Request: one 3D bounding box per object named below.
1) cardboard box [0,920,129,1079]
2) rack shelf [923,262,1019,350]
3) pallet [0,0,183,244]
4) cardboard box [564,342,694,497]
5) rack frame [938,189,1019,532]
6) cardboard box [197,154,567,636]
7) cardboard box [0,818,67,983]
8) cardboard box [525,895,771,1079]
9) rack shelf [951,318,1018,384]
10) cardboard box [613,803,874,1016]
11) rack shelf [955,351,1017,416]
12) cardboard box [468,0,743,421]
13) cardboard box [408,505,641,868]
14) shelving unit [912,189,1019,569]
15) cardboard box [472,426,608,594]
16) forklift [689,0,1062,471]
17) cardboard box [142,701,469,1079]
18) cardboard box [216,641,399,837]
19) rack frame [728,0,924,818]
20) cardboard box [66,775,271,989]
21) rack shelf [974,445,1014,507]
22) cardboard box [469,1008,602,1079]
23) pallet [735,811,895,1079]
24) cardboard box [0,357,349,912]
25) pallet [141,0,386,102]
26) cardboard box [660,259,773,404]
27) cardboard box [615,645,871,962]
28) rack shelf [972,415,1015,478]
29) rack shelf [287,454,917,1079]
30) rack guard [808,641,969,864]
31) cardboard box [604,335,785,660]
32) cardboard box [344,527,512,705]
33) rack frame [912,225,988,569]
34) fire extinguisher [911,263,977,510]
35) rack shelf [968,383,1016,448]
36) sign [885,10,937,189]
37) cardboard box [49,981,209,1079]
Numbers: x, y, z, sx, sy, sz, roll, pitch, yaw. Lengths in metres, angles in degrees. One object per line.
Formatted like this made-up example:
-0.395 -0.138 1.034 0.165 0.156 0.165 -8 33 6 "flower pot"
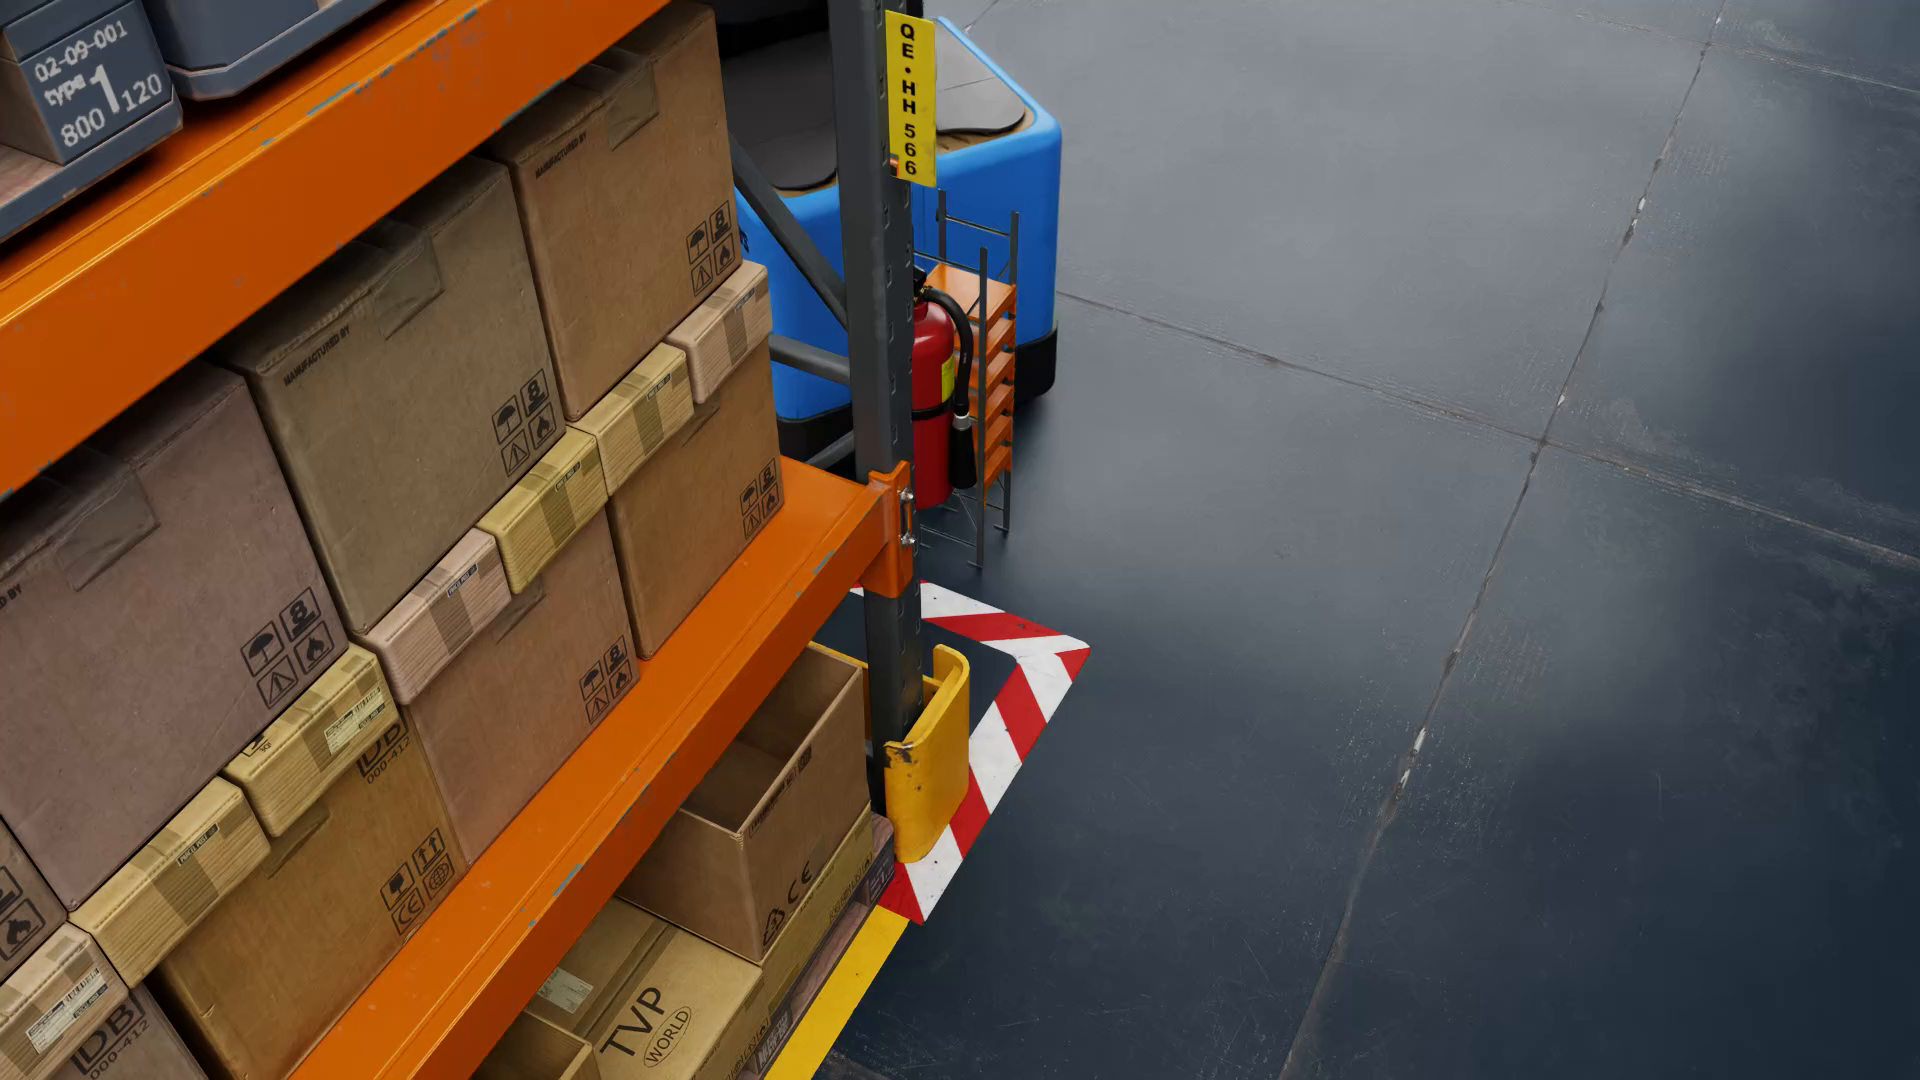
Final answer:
-1.289 0.551 2.070 0.380 0.149 0.250 20 49 19 "cardboard box"
0.007 -0.653 4.608 0.258 0.103 0.180 20 49 19 "rack shelf"
-1.478 -0.282 1.373 1.003 0.211 1.213 20 49 19 "pallet"
-0.691 -0.261 2.873 0.380 0.149 0.250 22 49 20 "cardboard box"
0.049 -0.489 4.889 0.240 1.200 0.006 20 49 19 "rack frame"
-1.054 -0.302 2.457 0.700 0.500 0.500 19 48 18 "cardboard box"
-1.520 0.331 1.831 0.700 0.500 0.500 20 49 19 "cardboard box"
-0.771 1.106 3.686 0.500 0.250 0.500 20 49 19 "cardboard box"
0.007 -0.568 4.693 0.258 0.103 0.180 20 49 19 "rack shelf"
-0.549 0.787 4.001 0.500 0.250 0.500 20 49 19 "cardboard box"
0.007 -0.484 4.779 0.258 0.103 0.180 20 49 19 "rack shelf"
-0.815 -0.635 2.786 0.700 0.500 0.500 21 49 19 "cardboard box"
-1.029 0.120 2.952 0.700 0.500 0.500 22 49 20 "cardboard box"
0.007 -0.431 4.832 0.258 1.200 0.189 20 49 19 "shelving unit"
-0.809 -0.100 2.714 0.380 0.149 0.250 20 49 18 "cardboard box"
-0.815 -2.276 5.439 1.130 2.935 3.031 -21 49 -19 "forklift"
-1.265 0.431 2.645 0.700 0.500 0.500 21 49 19 "cardboard box"
-1.050 0.223 2.394 0.380 0.149 0.250 22 49 20 "cardboard box"
-0.562 -0.467 3.603 1.000 3.000 0.127 20 49 19 "rack frame"
-1.170 0.390 2.230 0.380 0.149 0.250 22 49 20 "cardboard box"
0.007 -0.231 5.035 0.258 0.103 0.180 20 49 19 "rack shelf"
-0.998 1.159 3.106 0.500 0.500 0.500 20 49 19 "cardboard box"
-0.880 1.009 4.105 1.003 0.211 1.213 20 49 19 "pallet"
-1.287 0.016 2.143 0.700 0.500 0.500 21 49 19 "cardboard box"
-0.913 -1.054 2.135 1.003 0.211 1.213 20 49 19 "pallet"
-0.571 -0.427 3.036 0.380 0.149 0.250 20 49 18 "cardboard box"
-0.547 0.524 3.734 0.500 0.500 0.500 20 49 19 "cardboard box"
0.007 -0.315 4.949 0.258 0.103 0.180 20 49 19 "rack shelf"
-1.490 1.046 2.613 1.077 0.370 4.000 20 49 19 "rack shelf"
-0.551 0.396 4.507 1.175 0.500 0.348 20 49 19 "rack guard"
-0.790 -0.212 3.281 0.700 0.500 0.500 20 49 19 "cardboard box"
-0.928 0.058 2.558 0.380 0.149 0.250 21 49 20 "cardboard box"
-0.036 -0.373 4.775 0.240 1.200 0.006 20 49 19 "rack frame"
-0.096 -0.361 3.552 0.296 0.674 0.183 20 49 19 "fire extinguisher"
0.007 -0.400 4.864 0.258 0.103 0.180 20 49 19 "rack shelf"
-0.088 -0.769 2.921 0.100 0.325 0.005 20 49 19 "sign"
-1.506 0.764 2.316 0.700 0.500 0.500 22 49 20 "cardboard box"
